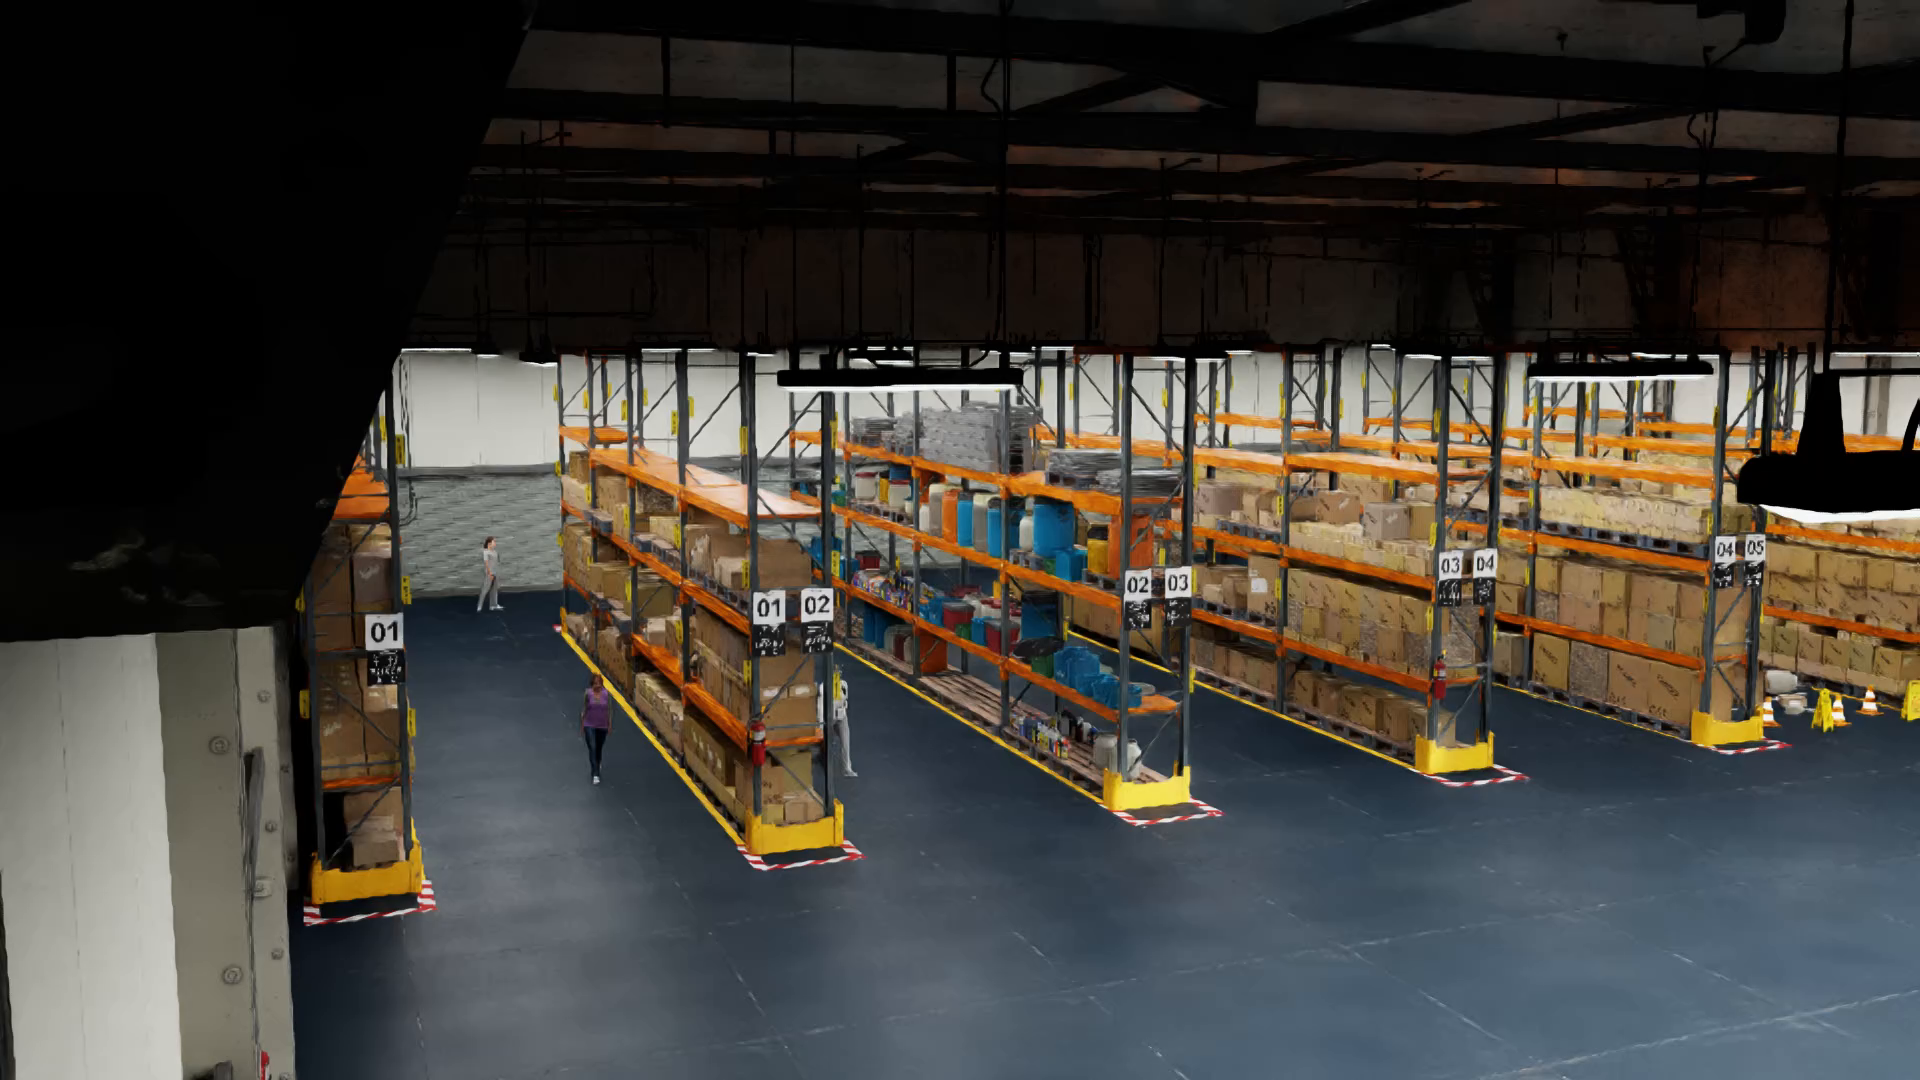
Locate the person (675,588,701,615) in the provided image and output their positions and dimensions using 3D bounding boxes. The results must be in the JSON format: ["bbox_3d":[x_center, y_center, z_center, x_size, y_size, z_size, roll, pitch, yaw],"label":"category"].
[{"bbox_3d":[-5.260,1.418,32.568,0.625,1.596,0.510,-3,8,-24],"label":"person"}]

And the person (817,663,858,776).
[{"bbox_3d":[-1.795,2.523,23.684,0.495,1.589,1.086,-3,8,-19],"label":"person"}]

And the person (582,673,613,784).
[{"bbox_3d":[-5.100,2.598,23.423,0.415,1.517,1.041,-3,8,-24],"label":"person"}]

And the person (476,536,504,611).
[{"bbox_3d":[-10.635,0.760,37.411,0.447,1.669,0.647,2,8,16],"label":"person"}]
